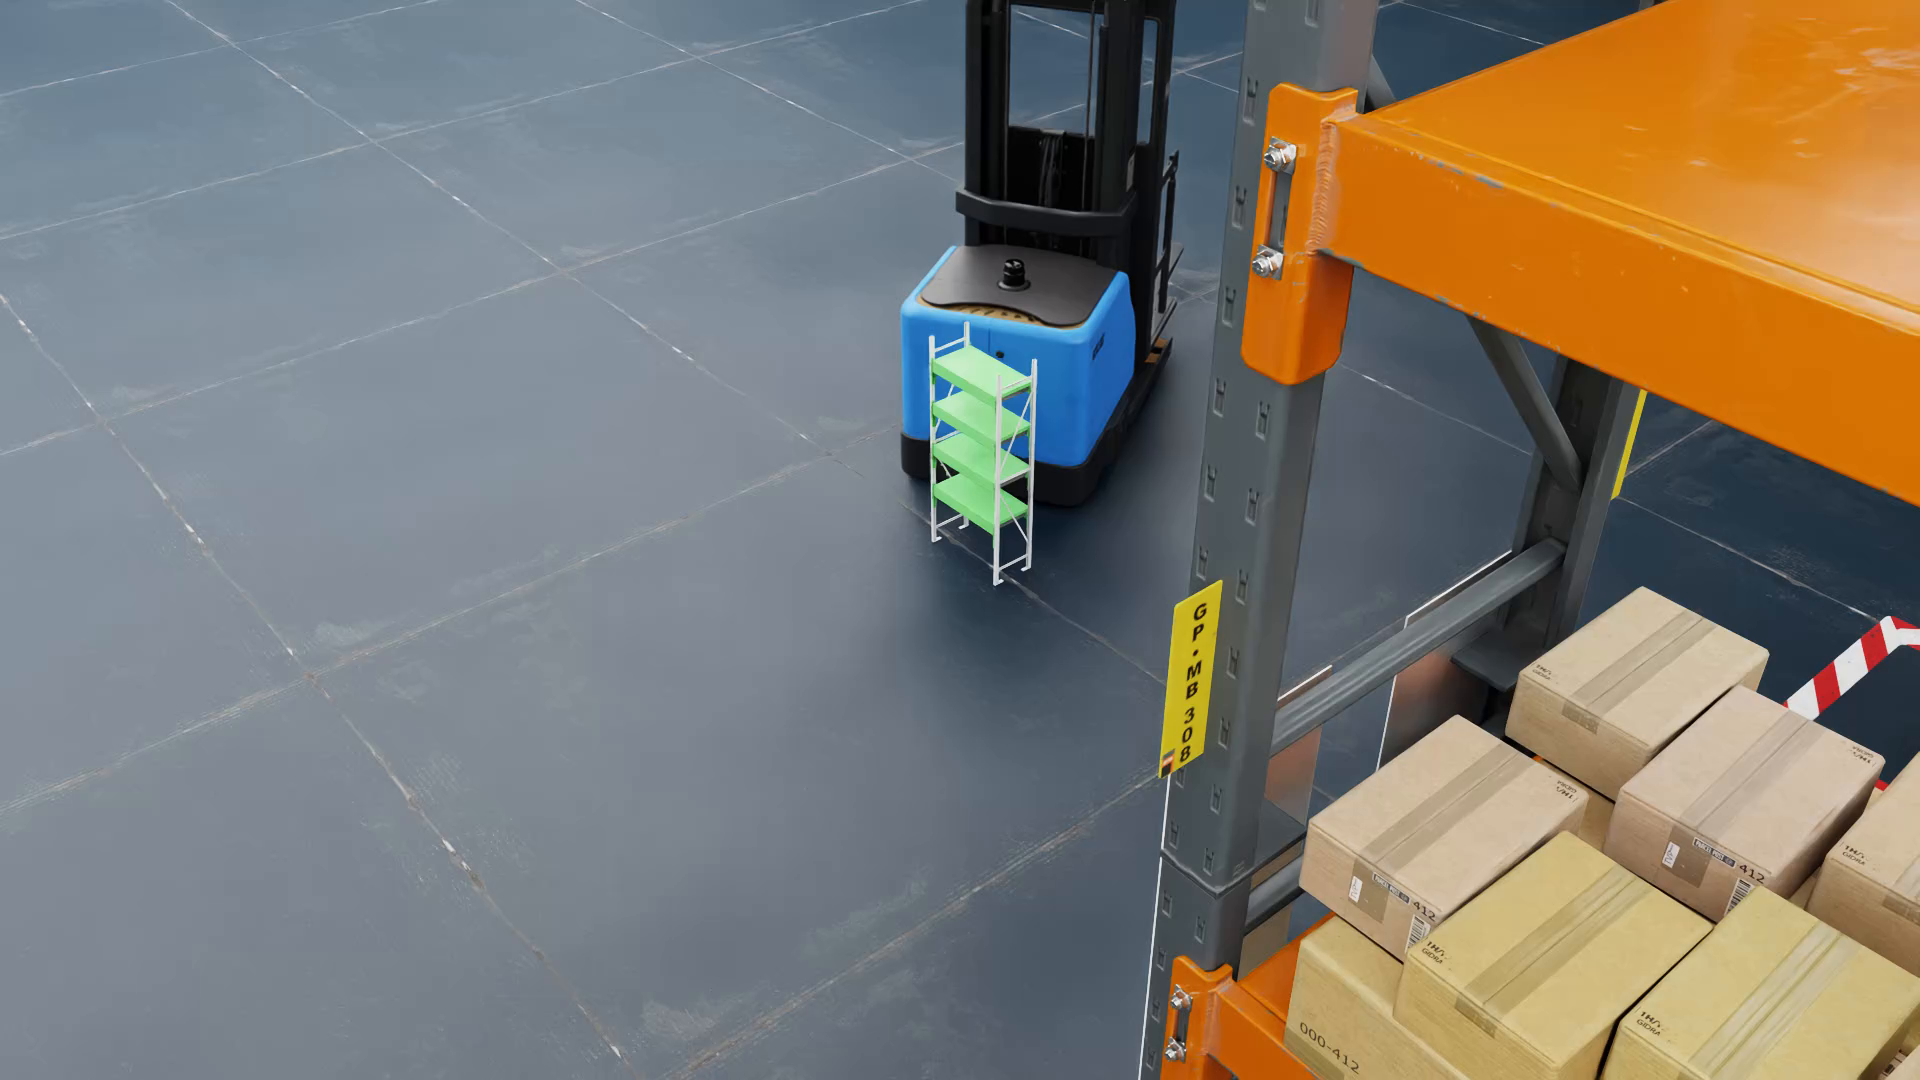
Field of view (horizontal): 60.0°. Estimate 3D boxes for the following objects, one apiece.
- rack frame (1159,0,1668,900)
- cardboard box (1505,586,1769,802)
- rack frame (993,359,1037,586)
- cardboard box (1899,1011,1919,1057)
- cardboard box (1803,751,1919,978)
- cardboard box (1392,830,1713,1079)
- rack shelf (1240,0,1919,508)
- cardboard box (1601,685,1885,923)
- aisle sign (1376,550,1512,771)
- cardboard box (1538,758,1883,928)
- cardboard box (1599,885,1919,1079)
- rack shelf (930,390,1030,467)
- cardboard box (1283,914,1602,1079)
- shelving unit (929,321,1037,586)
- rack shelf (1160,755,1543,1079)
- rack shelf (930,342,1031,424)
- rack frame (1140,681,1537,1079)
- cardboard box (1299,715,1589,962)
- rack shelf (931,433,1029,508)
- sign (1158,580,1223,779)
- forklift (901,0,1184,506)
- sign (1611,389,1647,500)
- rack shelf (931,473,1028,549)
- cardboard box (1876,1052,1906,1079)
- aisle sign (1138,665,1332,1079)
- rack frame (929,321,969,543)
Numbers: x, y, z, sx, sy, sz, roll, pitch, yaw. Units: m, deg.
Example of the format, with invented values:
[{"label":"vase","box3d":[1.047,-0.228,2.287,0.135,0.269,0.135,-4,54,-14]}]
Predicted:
[{"label":"rack frame","box3d":[0.750,-0.864,2.085,1.000,3.000,0.127,-26,43,-32]},{"label":"cardboard box","box3d":[1.168,0.265,2.872,0.380,0.149,0.250,-26,43,-32]},{"label":"rack frame","box3d":[0.264,-0.309,8.049,0.240,1.200,0.015,-26,43,-32]},{"label":"cardboard box","box3d":[1.580,0.759,2.519,0.500,0.250,0.500,-26,43,-32]},{"label":"cardboard box","box3d":[1.506,0.503,2.535,0.380,0.149,0.250,-28,44,-34]},{"label":"cardboard box","box3d":[0.845,0.617,2.374,0.380,0.149,0.250,-25,42,-31]},{"label":"rack shelf","box3d":[2.041,0.314,1.047,1.077,0.370,4.000,-26,43,-32]},{"label":"cardboard box","box3d":[1.246,0.423,2.648,0.380,0.149,0.250,-28,44,-33]},{"label":"aisle sign","box3d":[0.939,0.384,3.264,0.394,0.787,0.004,-26,43,-32]},{"label":"cardboard box","box3d":[1.255,0.539,2.829,0.500,0.250,0.500,-25,42,-31]},{"label":"cardboard box","box3d":[1.102,0.682,2.282,0.380,0.149,0.250,-27,43,-33]},{"label":"rack shelf","box3d":[0.107,-0.560,8.099,0.258,0.148,0.480,-26,43,-32]},{"label":"cardboard box","box3d":[0.864,0.730,2.559,0.500,0.250,0.500,-25,42,-30]},{"label":"shelving unit","box3d":[0.107,-0.417,8.201,0.258,1.200,0.503,-26,43,-32]},{"label":"rack shelf","box3d":[2.041,1.537,1.913,1.077,0.370,4.000,-26,43,-32]},{"label":"rack shelf","box3d":[0.107,-0.756,7.961,0.258,0.148,0.480,-26,43,-32]},{"label":"rack frame","box3d":[0.750,1.584,3.819,1.000,3.000,0.127,-26,43,-32]},{"label":"cardboard box","box3d":[0.751,0.466,2.587,0.380,0.149,0.250,-26,43,-32]},{"label":"rack shelf","box3d":[0.107,-0.364,8.238,0.258,0.148,0.480,-26,43,-32]},{"label":"sign","box3d":[0.336,0.206,2.414,0.100,0.325,0.005,-26,43,-32]},{"label":"forklift","box3d":[0.655,-2.225,9.257,1.130,2.935,3.031,12,37,16]},{"label":"sign","box3d":[1.187,-0.200,2.976,0.100,0.325,0.005,-26,43,-32]},{"label":"rack shelf","box3d":[0.107,-0.169,8.377,0.258,0.148,0.480,-26,43,-32]},{"label":"cardboard box","box3d":[1.201,0.956,2.241,0.500,0.250,0.500,-27,43,-33]},{"label":"aisle sign","box3d":[0.481,0.608,2.948,0.394,0.787,0.004,-26,43,-32]},{"label":"rack frame","box3d":[-0.051,-0.524,8.353,0.240,1.200,0.015,-26,43,-32]}]
